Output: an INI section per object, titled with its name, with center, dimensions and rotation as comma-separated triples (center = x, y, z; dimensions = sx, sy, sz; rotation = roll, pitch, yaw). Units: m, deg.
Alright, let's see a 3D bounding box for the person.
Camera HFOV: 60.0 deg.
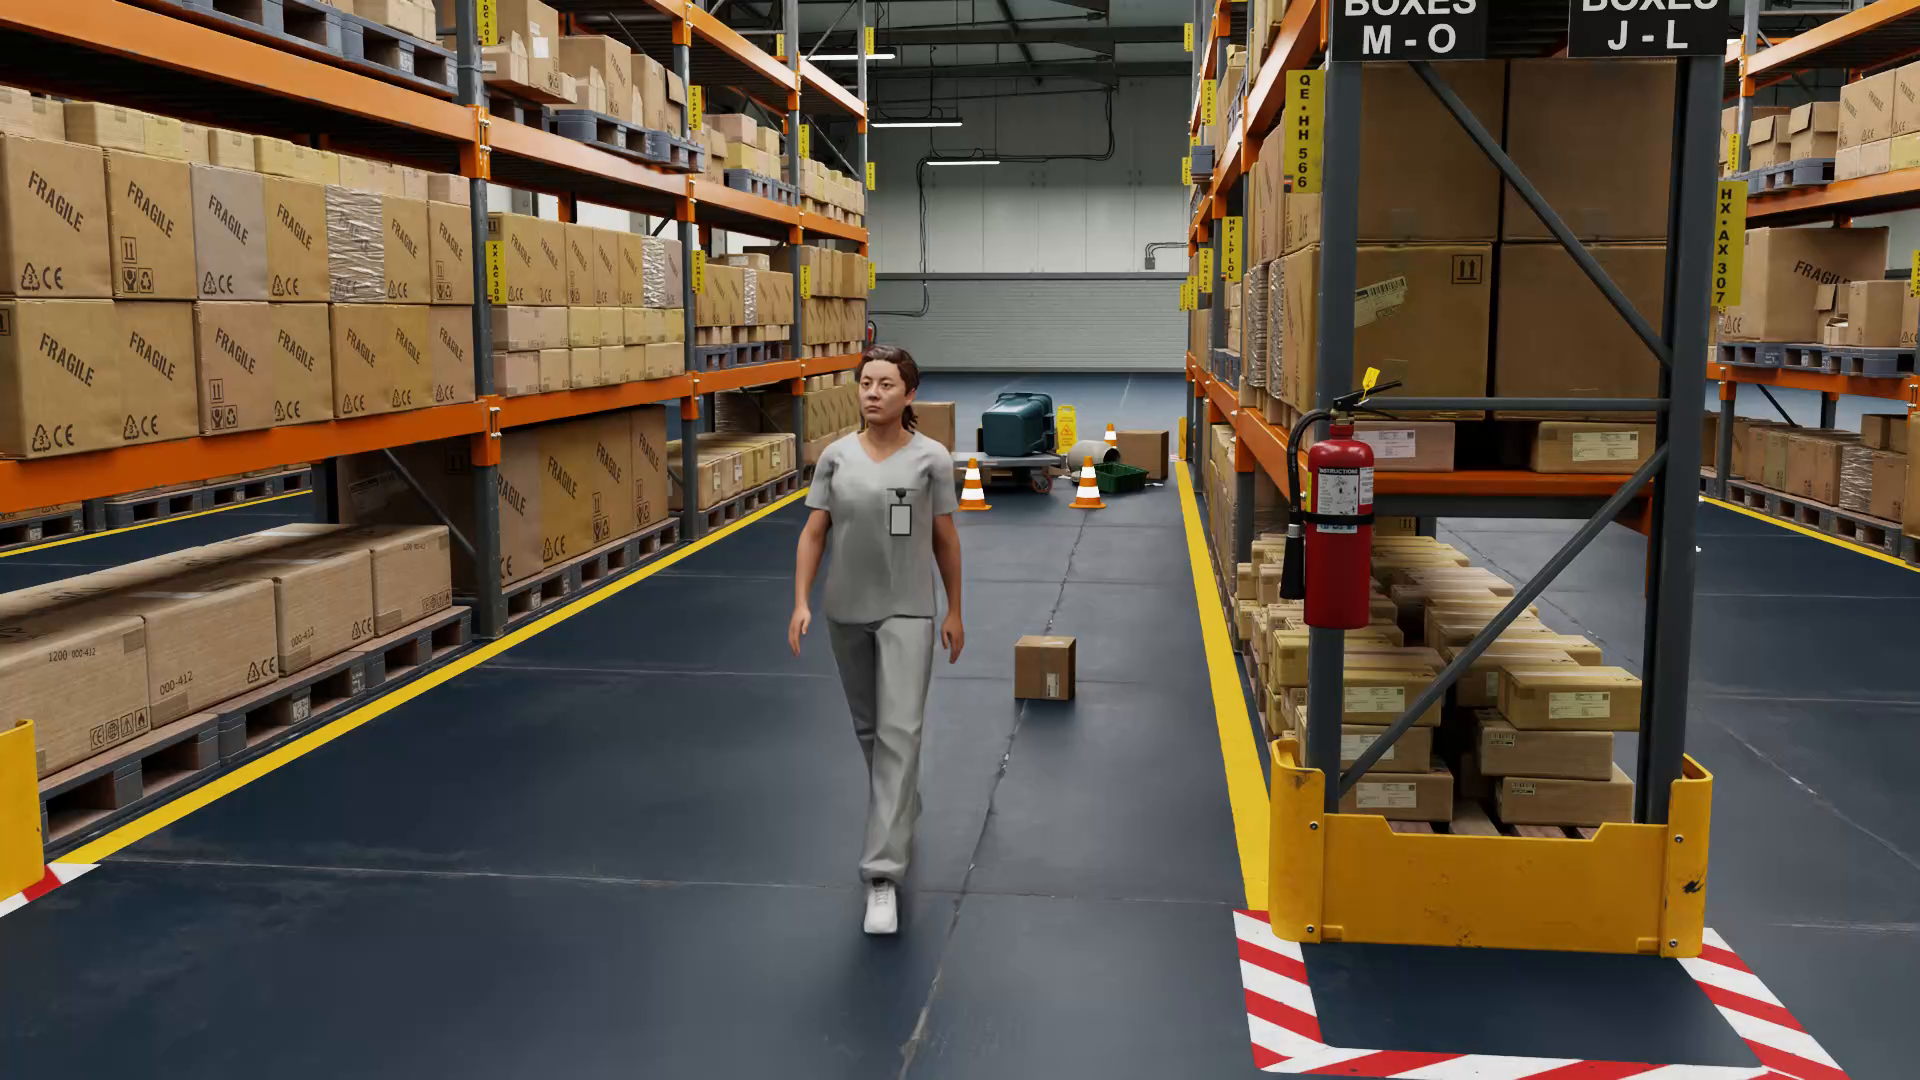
[person]
center = -0.264, 0.234, 4.971
dimensions = 0.474, 1.623, 0.943
rotation = 2, 8, 13
